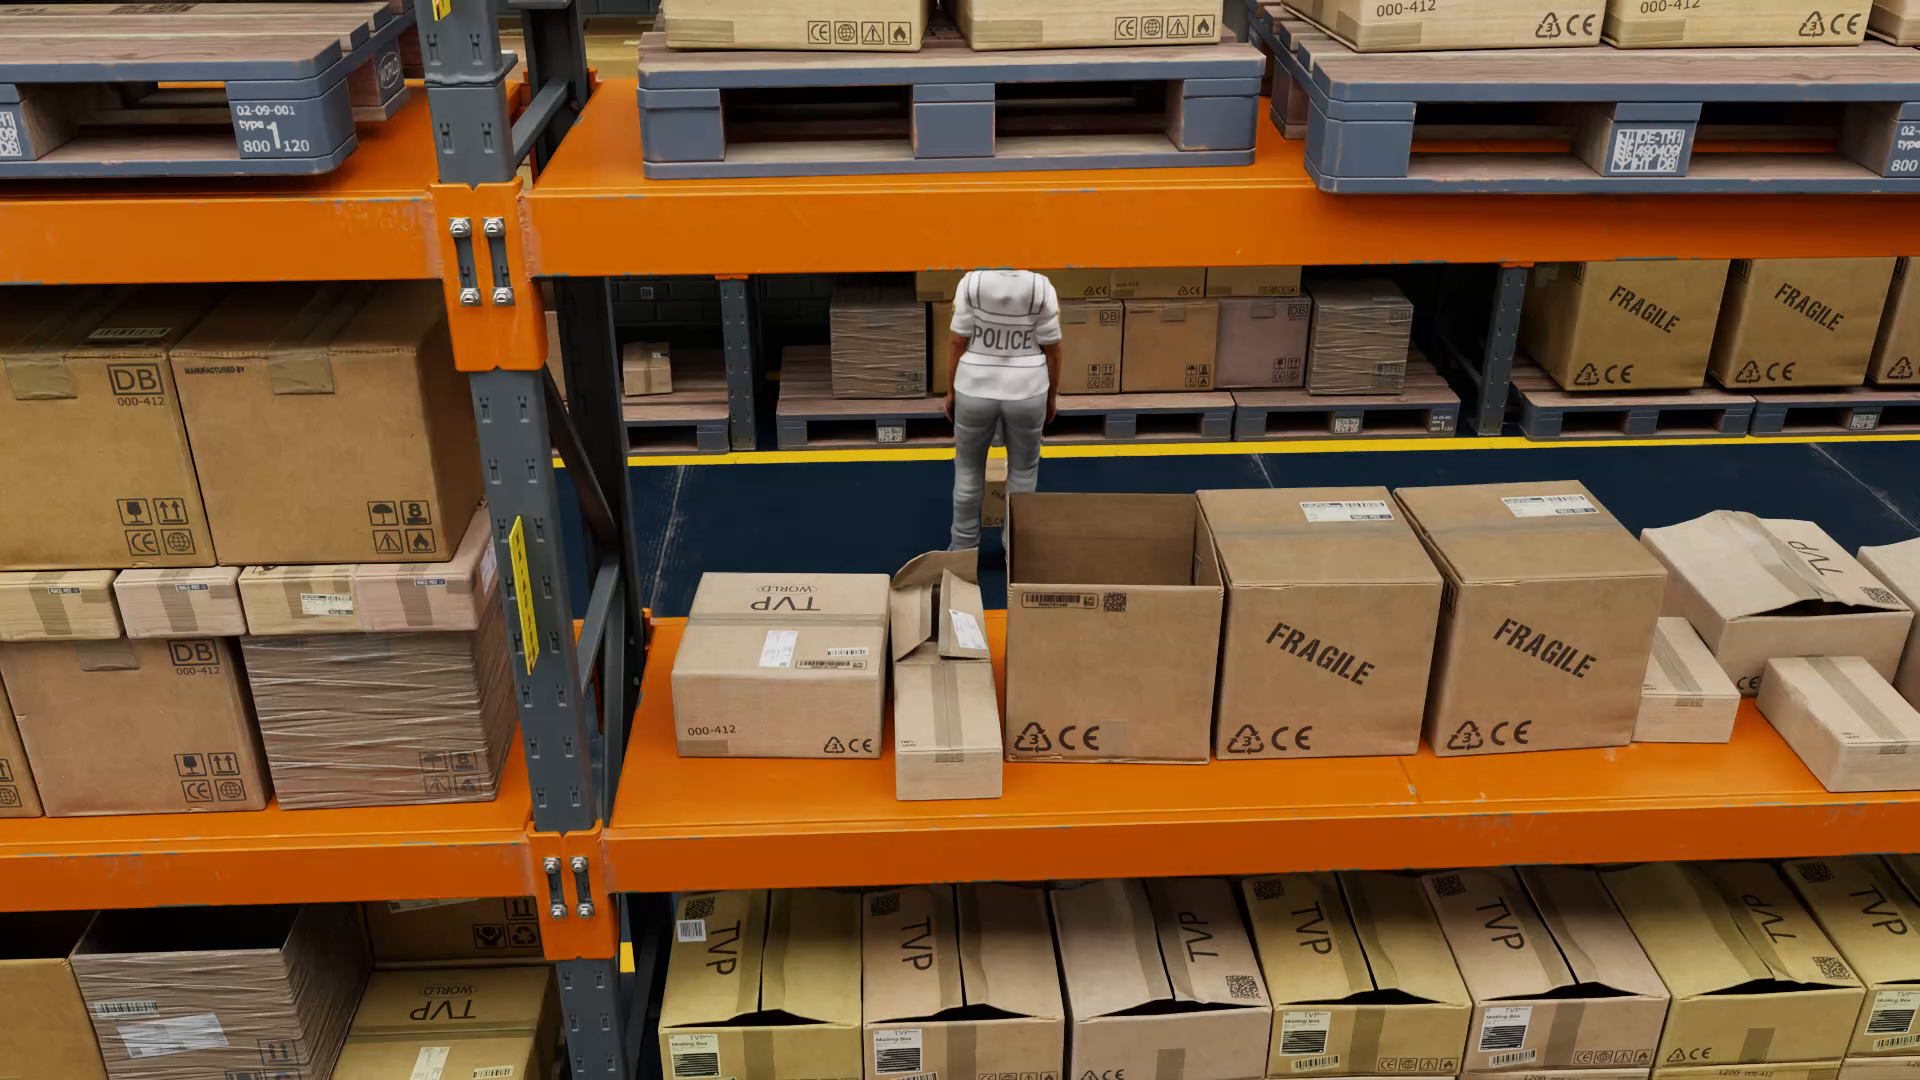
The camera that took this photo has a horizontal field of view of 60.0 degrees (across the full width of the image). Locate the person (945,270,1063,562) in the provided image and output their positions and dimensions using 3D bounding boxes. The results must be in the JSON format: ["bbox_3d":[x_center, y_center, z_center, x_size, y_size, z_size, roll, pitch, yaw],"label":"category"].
[{"bbox_3d":[0.190,-0.638,7.308,0.507,1.686,0.434,1,28,3],"label":"person"}]
